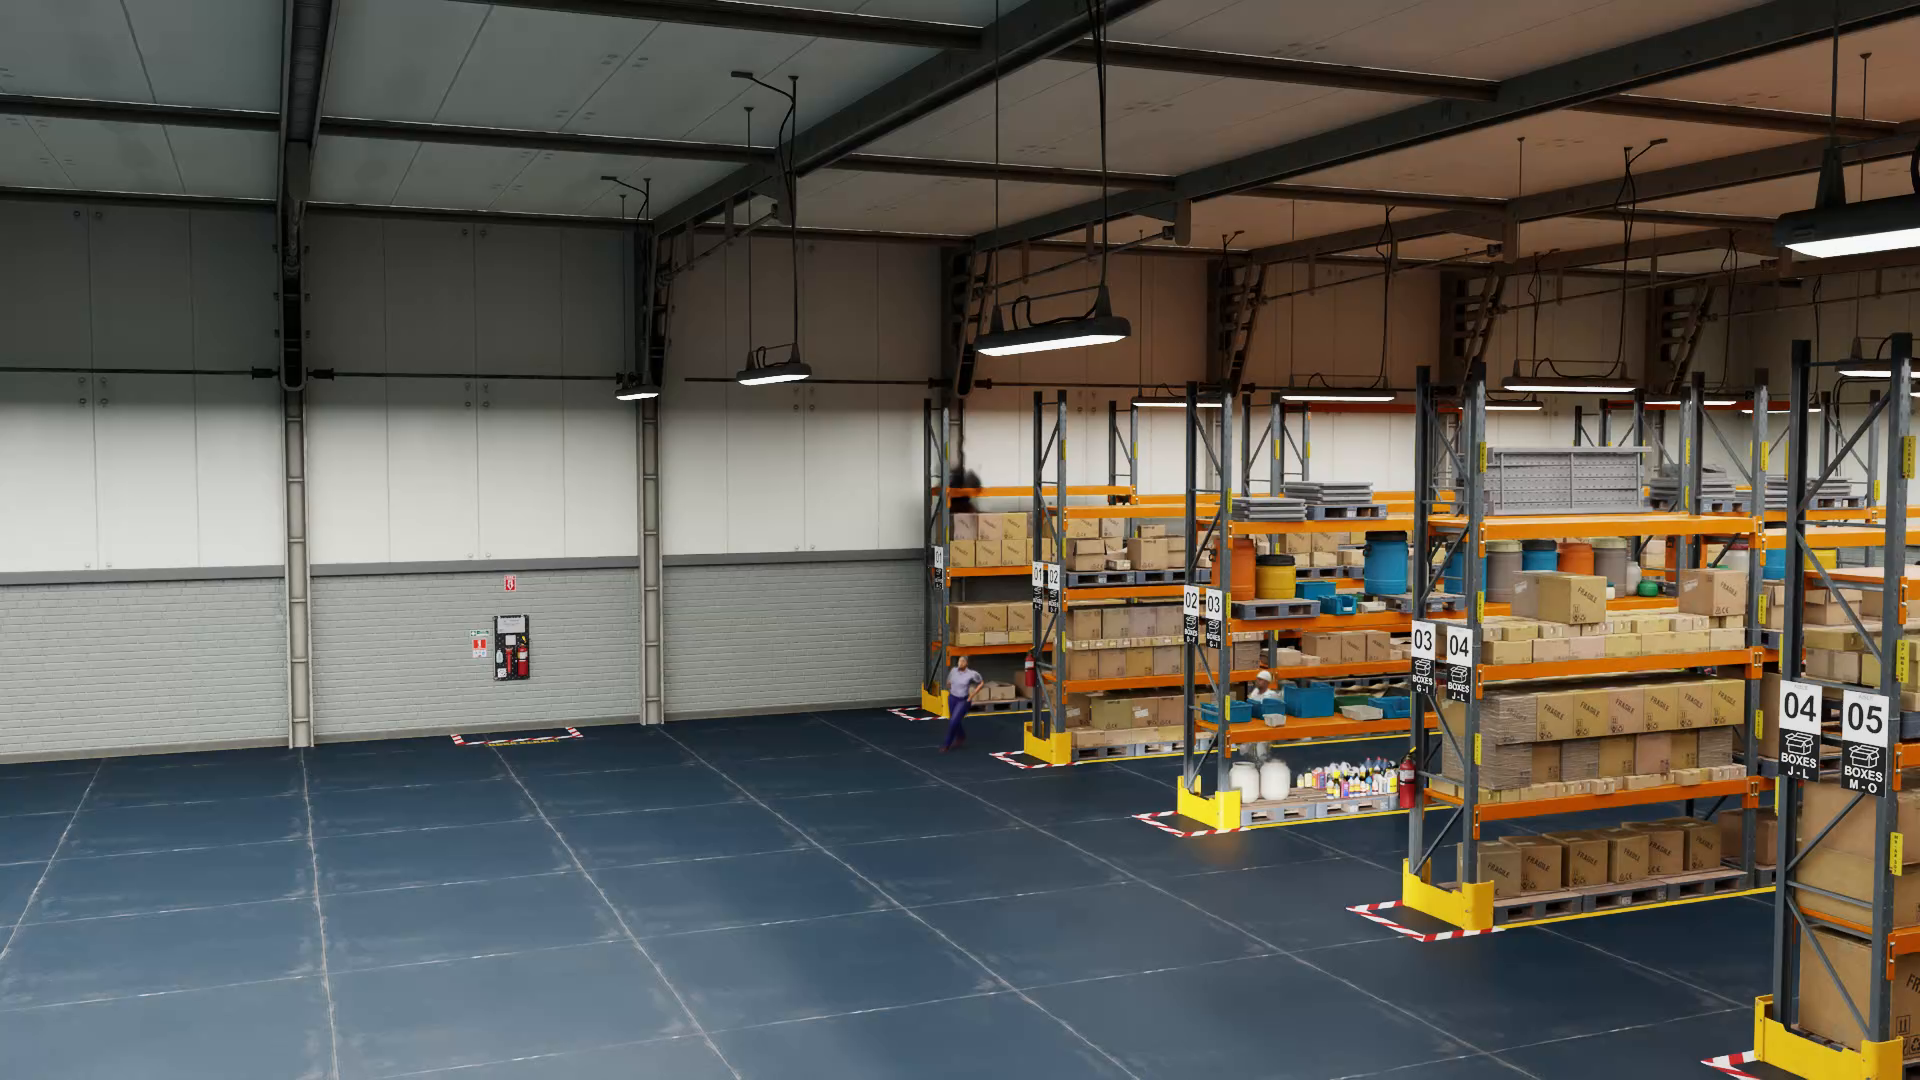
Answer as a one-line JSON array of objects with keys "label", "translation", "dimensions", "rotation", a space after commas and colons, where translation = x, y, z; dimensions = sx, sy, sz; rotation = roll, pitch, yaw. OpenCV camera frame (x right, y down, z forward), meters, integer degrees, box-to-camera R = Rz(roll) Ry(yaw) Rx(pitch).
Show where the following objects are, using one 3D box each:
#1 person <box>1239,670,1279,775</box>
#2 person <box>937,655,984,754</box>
[{"label": "person", "translation": [4.456, 2.816, 24.837], "dimensions": [0.624, 1.737, 0.670], "rotation": [-2, 4, -29]}, {"label": "person", "translation": [0.027, 2.725, 27.738], "dimensions": [0.640, 1.650, 0.844], "rotation": [3, 4, 37]}]
